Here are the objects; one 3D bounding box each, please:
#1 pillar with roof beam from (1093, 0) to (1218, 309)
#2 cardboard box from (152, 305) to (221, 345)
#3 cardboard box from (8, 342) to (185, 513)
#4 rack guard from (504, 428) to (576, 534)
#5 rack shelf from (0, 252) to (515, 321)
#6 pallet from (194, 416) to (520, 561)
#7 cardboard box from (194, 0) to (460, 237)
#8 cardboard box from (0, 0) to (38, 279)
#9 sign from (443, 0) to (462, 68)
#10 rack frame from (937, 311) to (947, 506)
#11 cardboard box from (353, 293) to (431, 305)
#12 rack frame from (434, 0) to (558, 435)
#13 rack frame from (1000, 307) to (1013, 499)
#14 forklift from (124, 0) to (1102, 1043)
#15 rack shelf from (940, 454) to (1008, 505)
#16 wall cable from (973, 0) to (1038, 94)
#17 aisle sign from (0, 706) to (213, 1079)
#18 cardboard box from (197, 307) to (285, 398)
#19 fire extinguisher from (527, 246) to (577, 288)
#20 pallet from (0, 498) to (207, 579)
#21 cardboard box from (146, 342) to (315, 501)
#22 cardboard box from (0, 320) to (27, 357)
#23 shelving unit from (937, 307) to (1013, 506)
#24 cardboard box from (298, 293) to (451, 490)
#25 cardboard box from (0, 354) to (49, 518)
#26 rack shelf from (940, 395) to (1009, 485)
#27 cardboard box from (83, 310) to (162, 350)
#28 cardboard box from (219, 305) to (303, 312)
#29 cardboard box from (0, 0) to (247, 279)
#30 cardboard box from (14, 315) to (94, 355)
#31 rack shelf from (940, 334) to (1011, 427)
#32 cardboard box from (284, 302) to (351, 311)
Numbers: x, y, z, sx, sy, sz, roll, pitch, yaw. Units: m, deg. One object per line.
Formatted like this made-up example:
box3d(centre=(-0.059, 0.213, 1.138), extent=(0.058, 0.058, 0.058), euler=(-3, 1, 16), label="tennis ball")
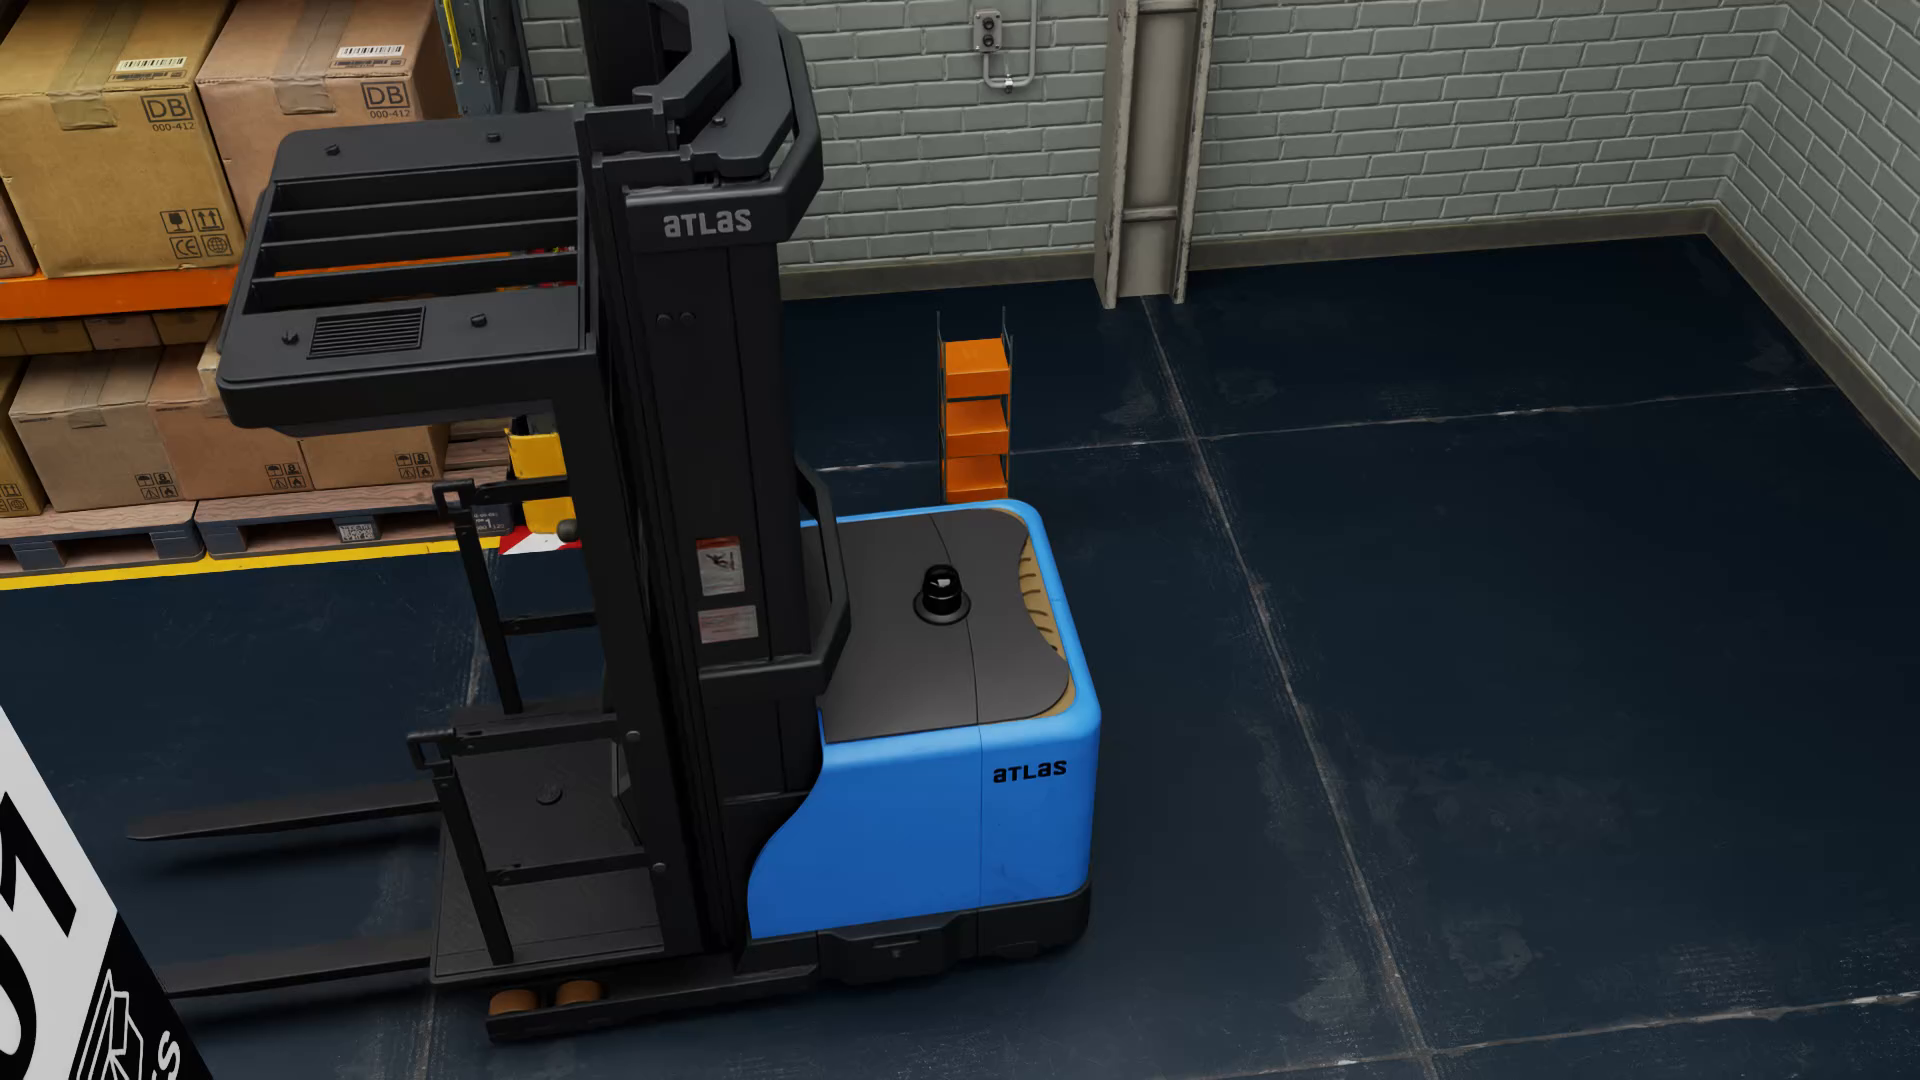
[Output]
box3d(centre=(1.427, -1.711, 1.928), extent=(0.400, 9.000, 9.100), euler=(-5, 42, -6), label="pillar with roof beam")
box3d(centre=(-3.030, -0.953, 6.635), extent=(0.250, 0.149, 0.380), euler=(-5, 42, -5), label="cardboard box")
box3d(centre=(-3.372, -0.546, 6.669), extent=(0.500, 0.500, 0.700), euler=(-6, 42, -7), label="cardboard box")
box3d(centre=(-1.672, -0.607, 7.050), extent=(0.348, 0.500, 1.175), euler=(-5, 42, -6), label="rack guard")
box3d(centre=(-3.679, -1.093, 6.259), extent=(4.000, 0.370, 1.077), euler=(-5, 42, -6), label="rack shelf")
box3d(centre=(-2.479, -0.376, 7.010), extent=(1.213, 0.211, 1.003), euler=(-5, 42, -6), label="pallet")
box3d(centre=(-2.200, -1.594, 6.054), extent=(0.700, 0.700, 0.980), euler=(-3, 42, -4), label="cardboard box")
box3d(centre=(-3.678, -1.463, 5.909), extent=(0.700, 0.700, 0.980), euler=(-7, 43, -8), label="cardboard box")
box3d(centre=(-1.639, -1.690, 5.342), extent=(0.005, 0.325, 0.100), euler=(-5, 42, -6), label="sign")
box3d(centre=(-0.068, -0.384, 6.392), extent=(0.008, 1.050, 0.200), euler=(-5, 42, -6), label="rack frame")
box3d(centre=(-2.279, -1.018, 6.708), extent=(0.250, 0.149, 0.380), euler=(-5, 42, -5), label="cardboard box")
box3d(centre=(-1.696, -1.533, 6.210), extent=(0.127, 3.000, 1.000), euler=(-5, 42, -6), label="rack frame")
box3d(centre=(0.174, -0.405, 6.415), extent=(0.008, 1.050, 0.200), euler=(-5, 42, -6), label="rack frame")
box3d(centre=(-1.154, 0.048, 4.509), extent=(3.031, 2.935, 1.130), euler=(-6, 42, -7), label="forklift")
box3d(centre=(0.053, -0.180, 6.597), extent=(0.240, 0.259, 0.215), euler=(-5, 42, -6), label="rack shelf")
box3d(centre=(-0.549, -2.650, 6.690), extent=(1.851, 1.984, 0.084), euler=(-5, 42, -6), label="wall cable")
box3d(centre=(-1.021, 0.590, 1.916), extent=(0.004, 0.787, 0.394), euler=(-5, 42, -6), label="aisle sign")
box3d(centre=(-2.734, -0.720, 6.377), extent=(0.250, 0.149, 0.380), euler=(-4, 42, -4), label="cardboard box")
box3d(centre=(-1.487, -1.073, 6.036), extent=(0.183, 0.674, 0.296), euler=(-5, 42, -6), label="fire extinguisher")
box3d(centre=(-3.686, -0.273, 6.895), extent=(1.213, 0.211, 1.003), euler=(-5, 42, -6), label="pallet")
box3d(centre=(-2.873, -0.590, 6.718), extent=(0.500, 0.500, 0.700), euler=(-5, 42, -6), label="cardboard box")
box3d(centre=(-3.787, -0.886, 6.561), extent=(0.250, 0.149, 0.380), euler=(-6, 42, -6), label="cardboard box")
box3d(centre=(0.053, -0.394, 6.404), extent=(0.252, 1.050, 0.215), euler=(-5, 42, -6), label="shelving unit")
box3d(centre=(-2.377, -0.634, 6.766), extent=(0.500, 0.500, 0.700), euler=(-5, 42, -6), label="cardboard box")
box3d(centre=(-3.900, -0.495, 6.612), extent=(0.500, 0.500, 0.700), euler=(-4, 42, -5), label="cardboard box")
box3d(centre=(0.053, -0.387, 6.411), extent=(0.240, 0.259, 0.215), euler=(-5, 42, -6), label="rack shelf")
box3d(centre=(-3.282, -0.930, 6.610), extent=(0.250, 0.149, 0.380), euler=(-4, 42, -5), label="cardboard box")
box3d(centre=(-2.781, -0.974, 6.659), extent=(0.250, 0.149, 0.380), euler=(-5, 42, -5), label="cardboard box")
box3d(centre=(-2.920, -1.523, 5.975), extent=(0.700, 0.700, 0.980), euler=(-5, 42, -6), label="cardboard box")
box3d(centre=(-3.536, -0.907, 6.585), extent=(0.250, 0.149, 0.380), euler=(-5, 42, -5), label="cardboard box")
box3d(centre=(0.053, -0.597, 6.221), extent=(0.240, 0.259, 0.215), euler=(-5, 42, -6), label="rack shelf")
box3d(centre=(-2.481, -0.743, 6.402), extent=(0.250, 0.149, 0.380), euler=(-5, 42, -6), label="cardboard box")
